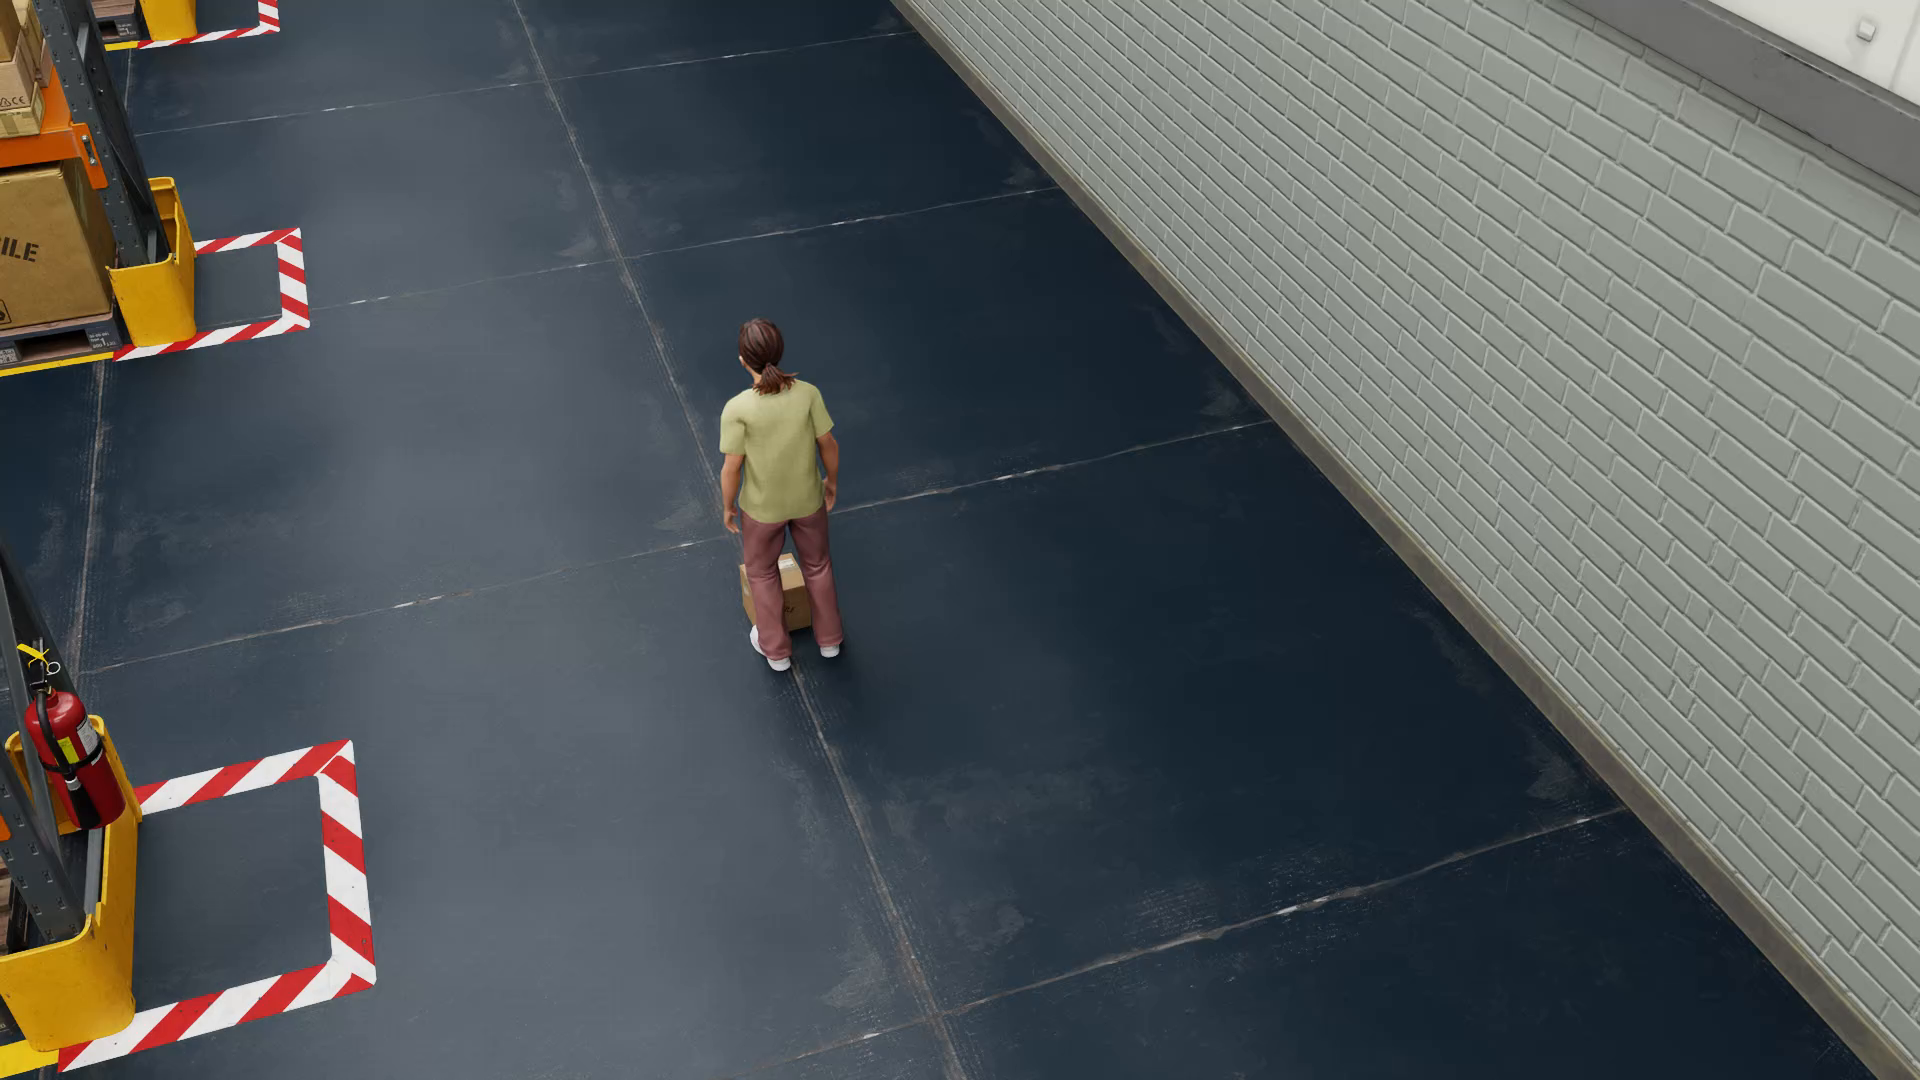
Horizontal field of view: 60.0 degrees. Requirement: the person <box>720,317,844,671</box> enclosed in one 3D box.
[{"bbox_3d":[-0.753,-0.157,7.003,0.508,1.652,0.349,-14,40,-17],"label":"person"}]
